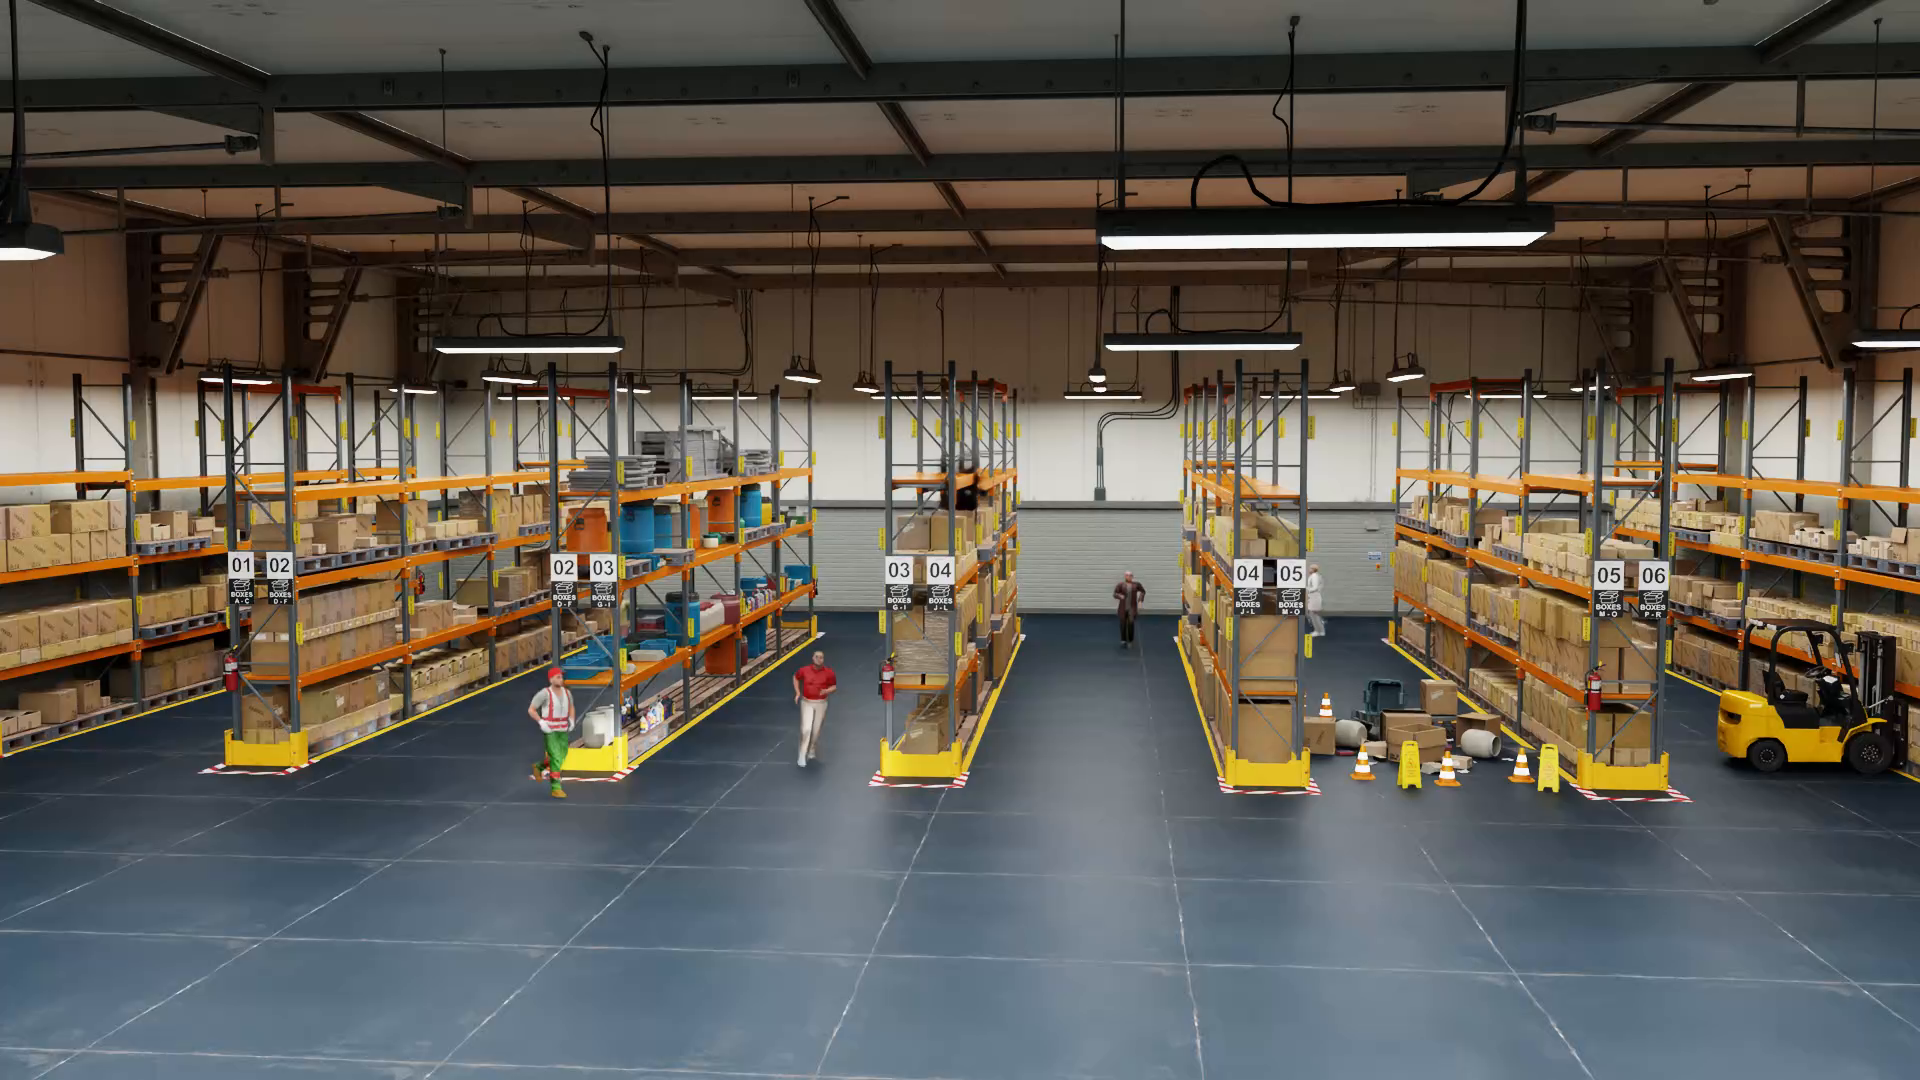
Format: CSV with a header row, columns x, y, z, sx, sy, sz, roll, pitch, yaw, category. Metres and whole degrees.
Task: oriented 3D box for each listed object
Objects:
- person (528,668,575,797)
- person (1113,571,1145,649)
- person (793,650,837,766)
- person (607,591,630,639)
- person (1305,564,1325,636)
x,y,z,sx,sy,sz,roll,pitch,yaw,category
-5.639,2.637,23.002,0.776,1.762,0.699,3,5,40,person
3.876,1.619,38.250,0.723,1.815,0.776,1,4,11,person
-2.176,2.536,25.010,0.640,1.767,0.738,-1,4,-9,person
-7.296,1.850,35.695,0.593,1.625,0.547,0,4,3,person
8.568,1.460,40.511,0.671,1.748,0.685,0,4,8,person
